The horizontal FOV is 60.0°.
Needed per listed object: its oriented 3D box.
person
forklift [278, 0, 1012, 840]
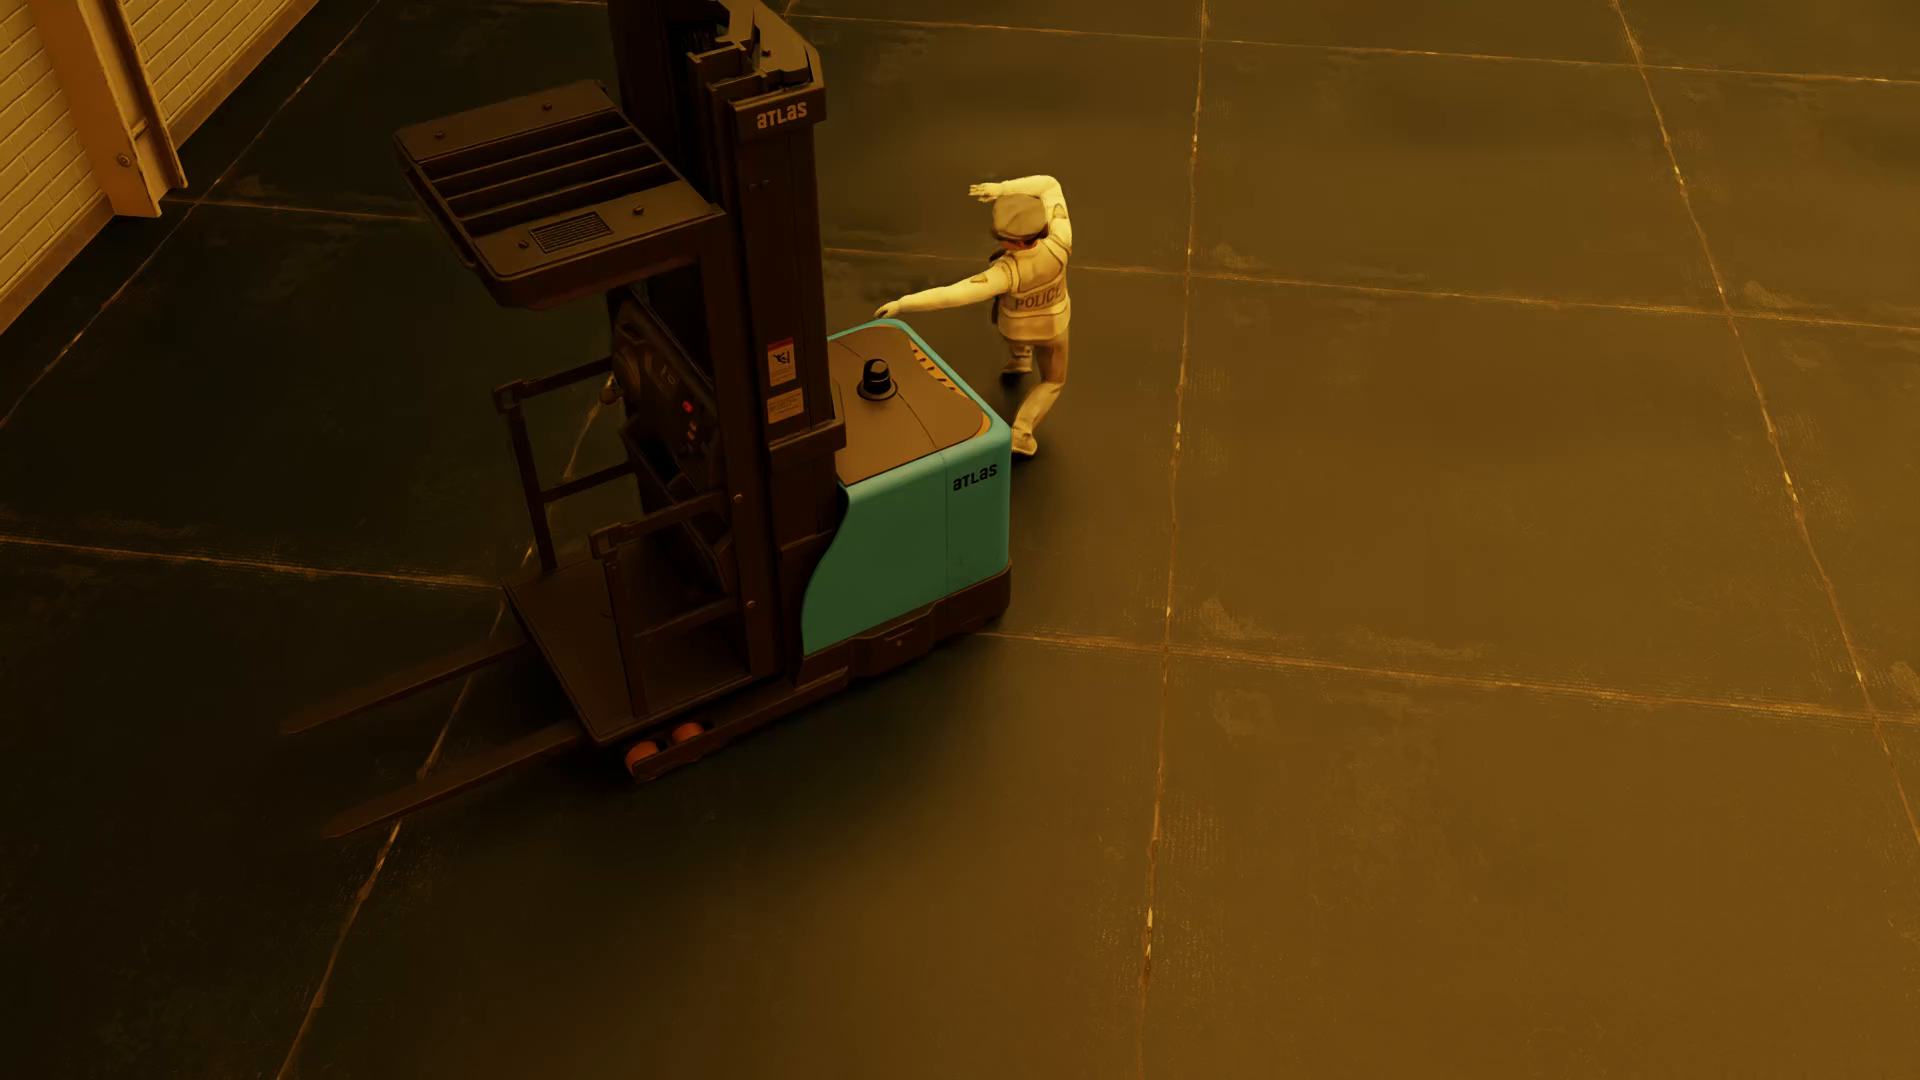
[{"bbox_3d":[0.066,-1.136,8.111,0.943,1.392,0.882,0,43,0],"label":"person"},{"bbox_3d":[-1.299,-0.503,6.272,3.031,2.935,1.130,-22,47,-23],"label":"forklift"}]
